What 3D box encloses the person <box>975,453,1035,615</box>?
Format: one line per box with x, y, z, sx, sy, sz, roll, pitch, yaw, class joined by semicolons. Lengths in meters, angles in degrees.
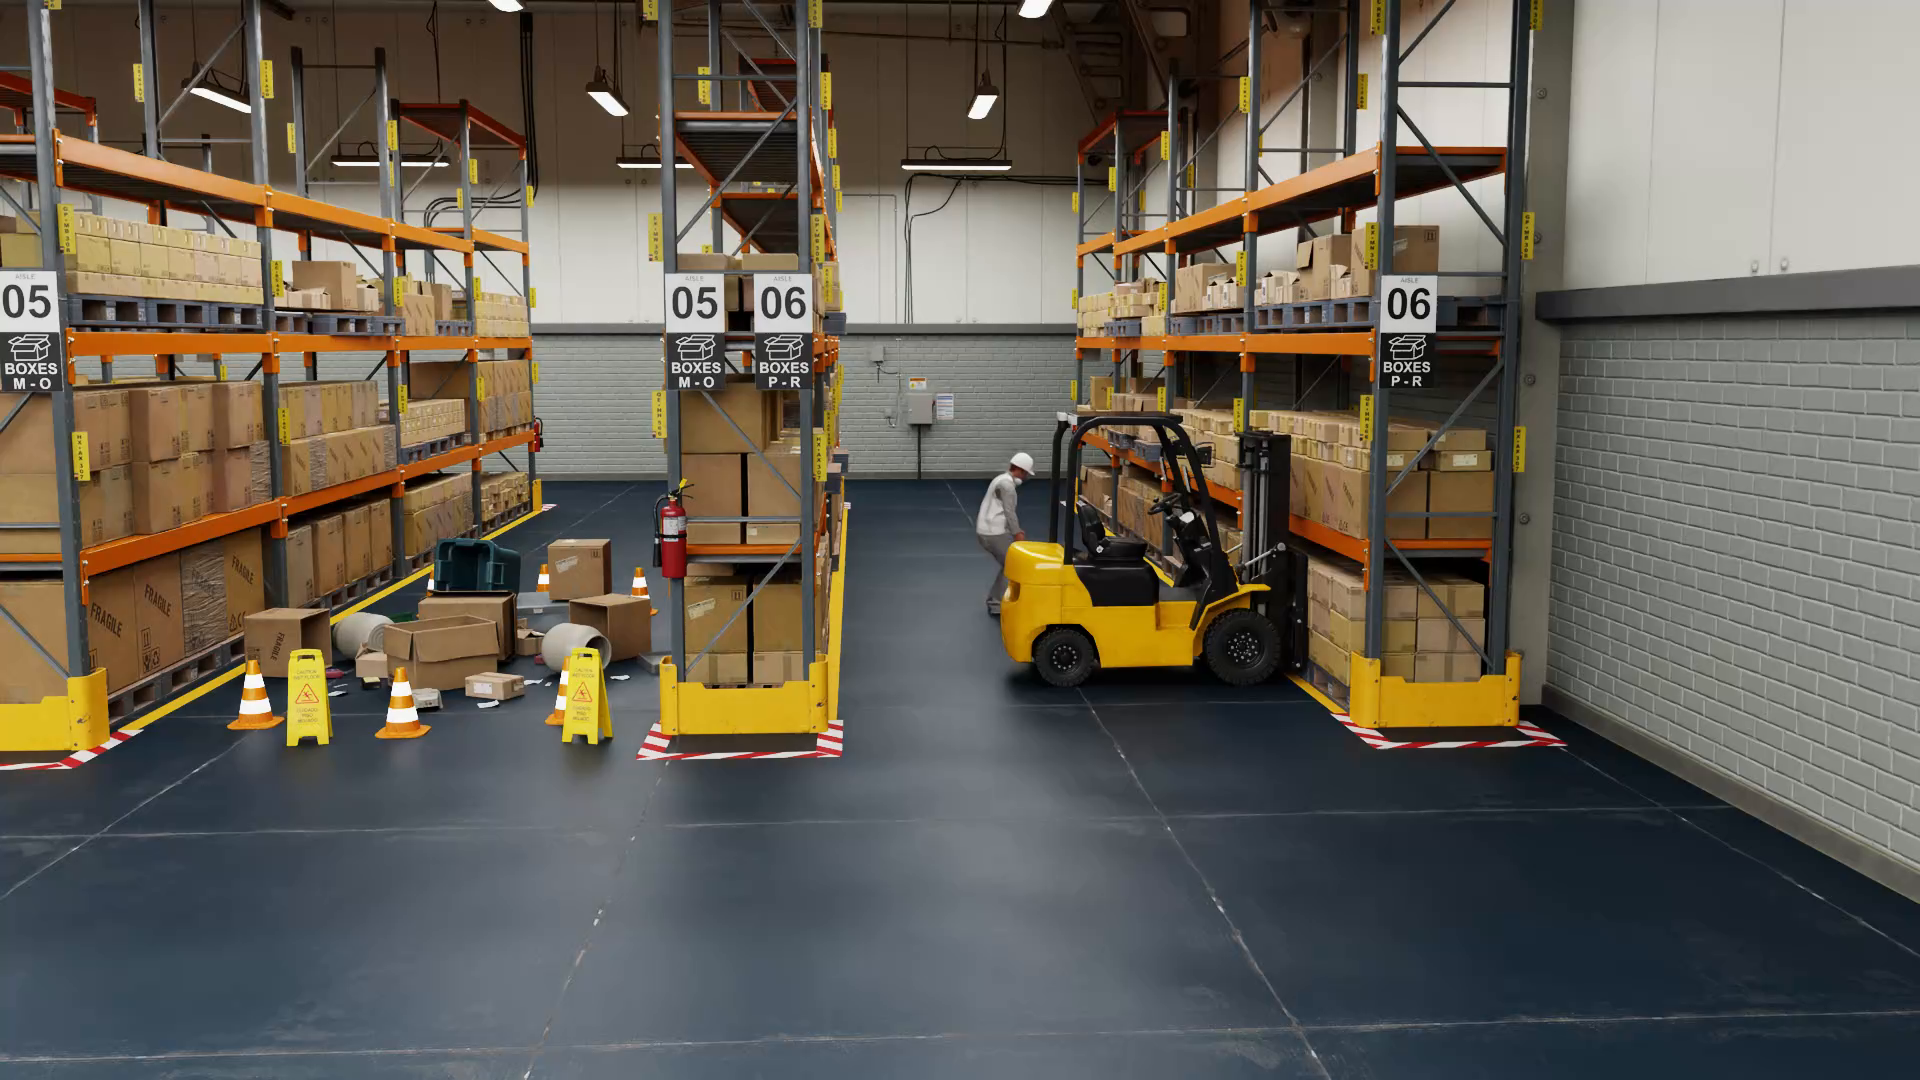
0.459;-0.069;16.863;0.604;1.628;0.540;0;7;-3;person
